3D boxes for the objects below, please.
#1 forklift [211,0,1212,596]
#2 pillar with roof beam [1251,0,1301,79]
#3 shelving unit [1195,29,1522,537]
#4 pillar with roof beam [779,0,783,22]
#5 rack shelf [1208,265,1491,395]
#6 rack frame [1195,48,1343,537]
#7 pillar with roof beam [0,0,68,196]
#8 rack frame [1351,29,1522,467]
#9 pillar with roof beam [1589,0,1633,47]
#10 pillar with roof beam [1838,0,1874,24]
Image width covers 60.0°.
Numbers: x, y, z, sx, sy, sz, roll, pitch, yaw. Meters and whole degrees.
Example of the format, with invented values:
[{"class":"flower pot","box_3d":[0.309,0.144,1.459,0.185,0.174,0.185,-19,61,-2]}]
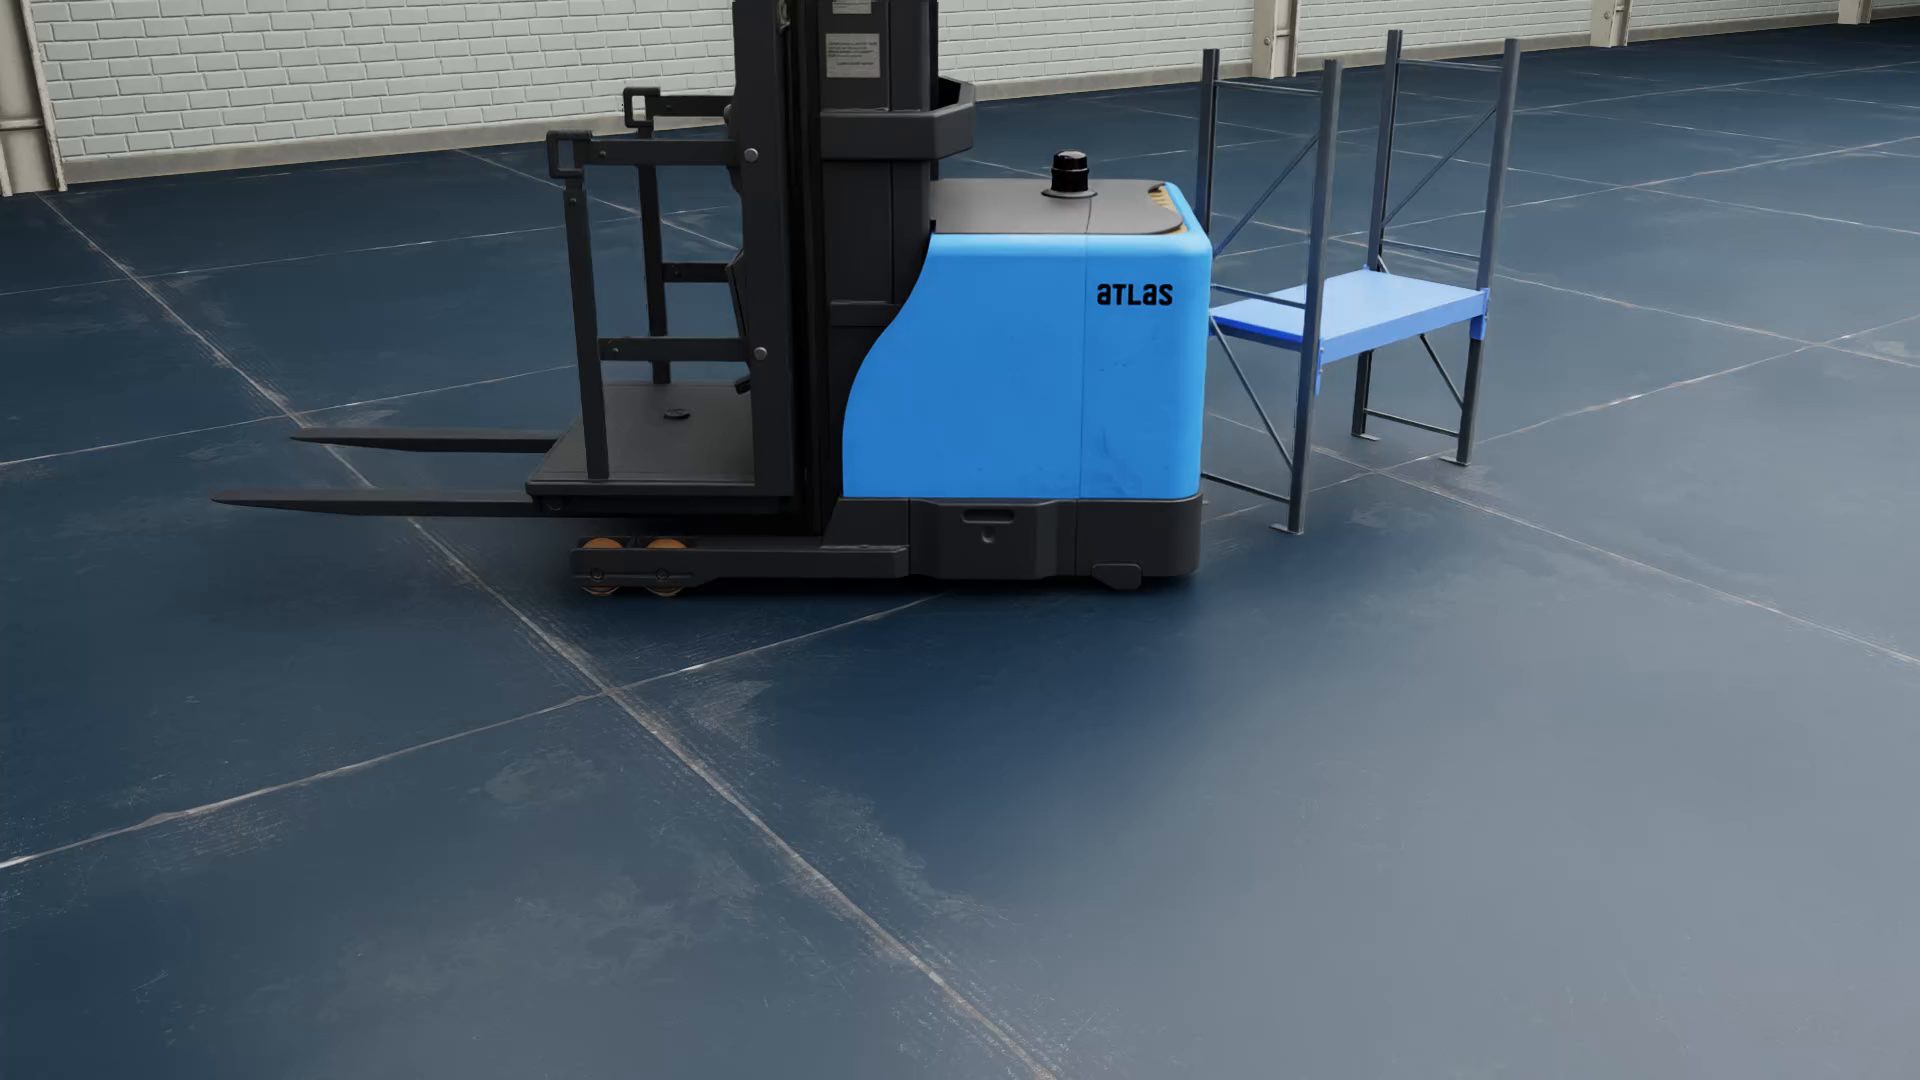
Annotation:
[{"class":"forklift","box_3d":[-0.784,-1.391,4.927,3.031,2.935,1.130,0,22,1]},{"class":"pillar with roof beam","box_3d":[5.886,-7.882,13.008,0.400,9.000,9.100,-15,26,-33]},{"class":"shelving unit","box_3d":[1.315,-0.907,5.645,1.048,1.500,0.538,-19,29,-39]},{"class":"pillar with roof beam","box_3d":[1.015,-6.584,9.754,0.400,9.000,9.100,-15,26,-33]},{"class":"rack shelf","box_3d":[1.315,-0.739,5.711,1.000,0.185,0.538,-19,29,-39]},{"class":"rack frame","box_3d":[0.943,-0.778,5.323,0.032,1.500,0.500,-19,29,-39]},{"class":"pillar with roof beam","box_3d":[-3.855,-5.285,6.499,0.400,9.000,9.100,-15,26,-33]},{"class":"rack frame","box_3d":[1.687,-1.035,5.966,0.032,1.500,0.500,-19,29,-39]},{"class":"pillar with roof beam","box_3d":[10.756,-9.181,16.263,0.400,9.000,9.100,-15,26,-33]},{"class":"pillar with roof beam","box_3d":[15.627,-10.480,19.517,0.400,9.000,9.100,-15,26,-33]}]
